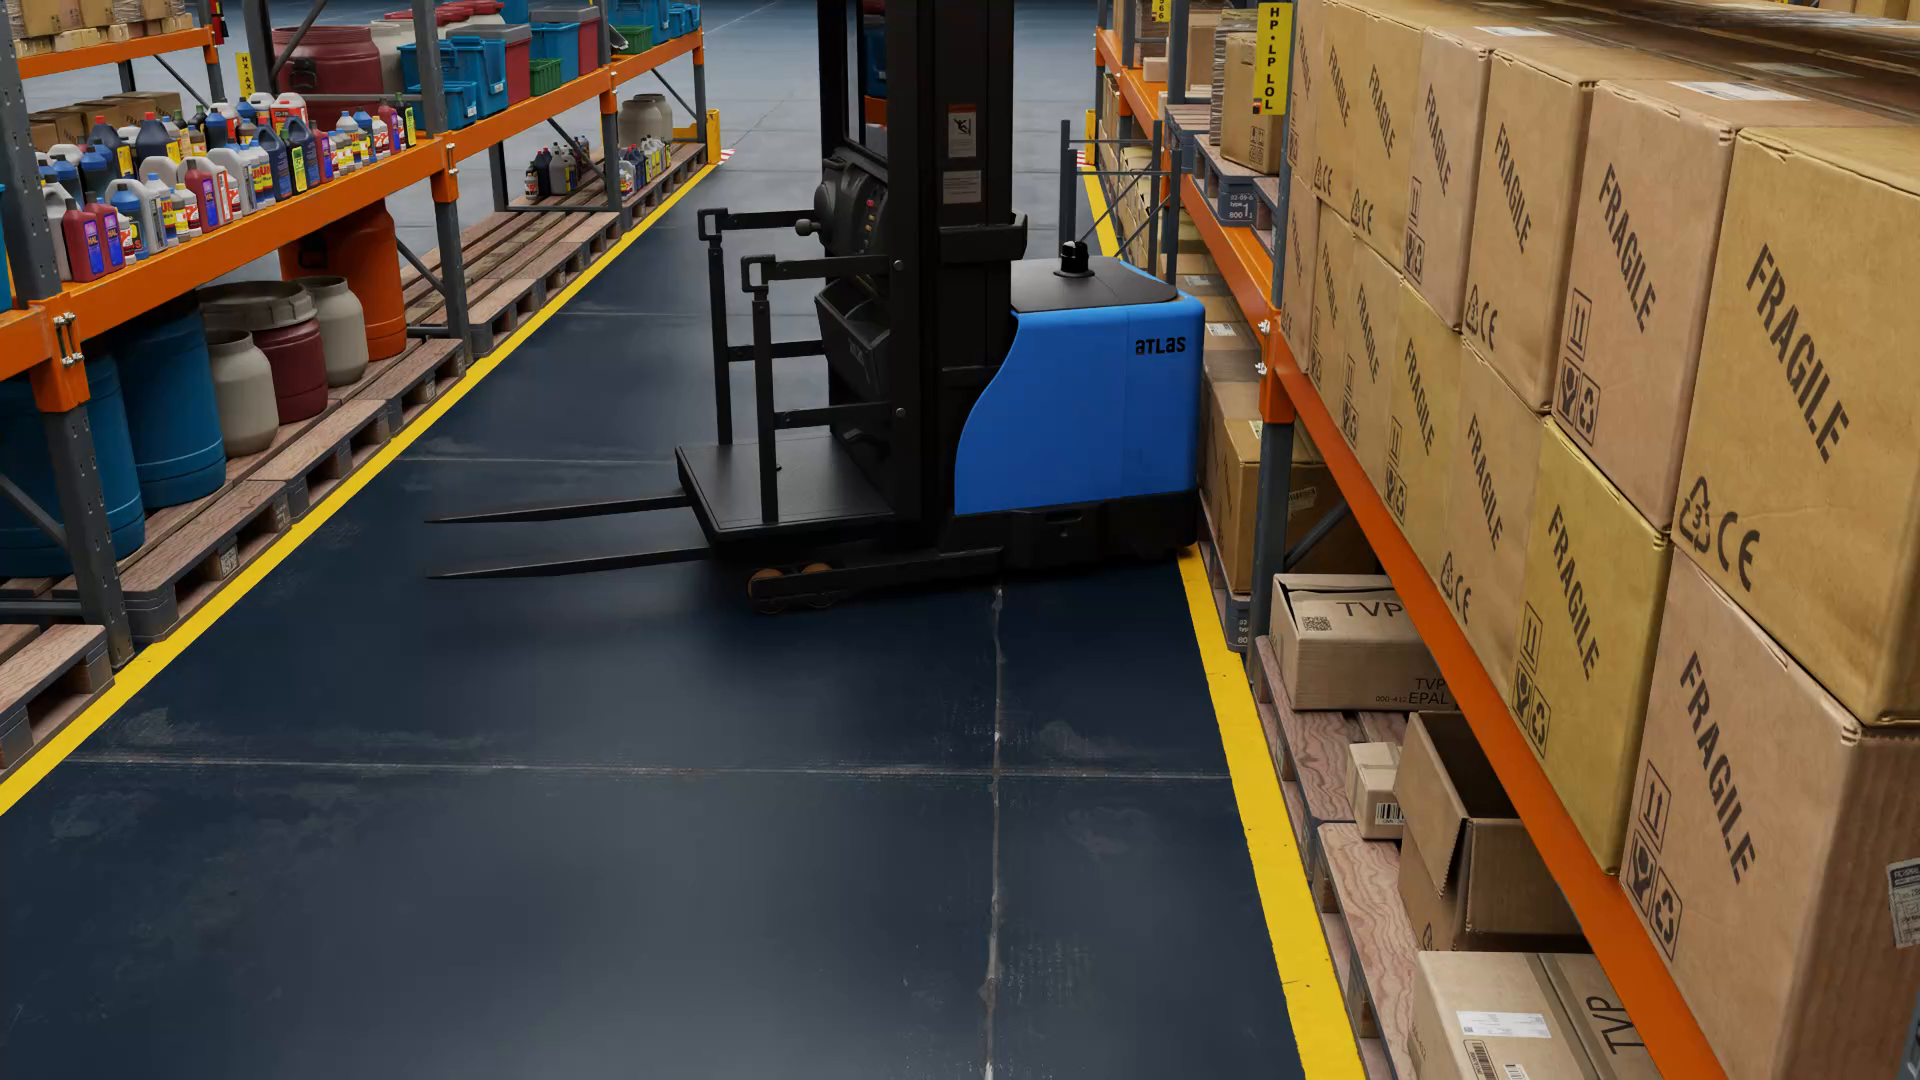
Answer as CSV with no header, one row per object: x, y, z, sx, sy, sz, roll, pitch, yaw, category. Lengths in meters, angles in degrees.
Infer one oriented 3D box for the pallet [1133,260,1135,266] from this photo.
1.724,-1.792,11.356,1.003,0.211,1.213,1,21,2,pallet

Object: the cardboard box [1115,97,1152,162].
1.565,-3.415,13.868,0.500,0.500,0.500,1,21,2,cardboard box

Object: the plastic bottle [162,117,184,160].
-3.723,-1.857,7.847,0.097,0.271,0.097,0,21,0,plastic bottle

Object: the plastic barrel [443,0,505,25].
-3.457,-3.577,11.913,0.433,0.535,0.433,0,21,0,plastic barrel

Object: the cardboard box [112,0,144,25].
-8.036,-4.982,15.173,0.875,0.500,0.500,1,21,2,cardboard box

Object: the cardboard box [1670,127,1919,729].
1.116,-0.139,1.720,0.500,0.500,0.500,0,21,1,cardboard box

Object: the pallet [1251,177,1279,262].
1.632,-1.107,6.000,1.003,0.211,1.213,1,21,2,pallet

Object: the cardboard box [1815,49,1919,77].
1.683,-0.503,2.657,0.500,0.500,0.500,1,21,2,cardboard box

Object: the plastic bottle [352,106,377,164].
-2.951,-2.004,8.226,0.097,0.271,0.097,0,21,0,plastic bottle

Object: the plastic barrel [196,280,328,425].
-3.363,-0.897,7.947,0.600,0.588,0.708,1,21,2,plastic barrel

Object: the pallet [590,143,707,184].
-3.073,-3.682,16.225,1.003,0.211,1.213,1,21,2,pallet

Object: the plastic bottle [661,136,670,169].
-2.690,-3.531,15.129,0.061,0.283,0.133,1,21,3,plastic bottle

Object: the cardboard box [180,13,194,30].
-7.840,-5.135,16.464,0.380,0.149,0.250,1,21,2,cardboard box

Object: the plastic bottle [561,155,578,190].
-3.323,-3.105,14.042,0.152,0.276,0.135,1,21,2,plastic bottle

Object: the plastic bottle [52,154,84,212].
-3.608,-1.419,6.717,0.097,0.271,0.097,0,21,0,plastic bottle

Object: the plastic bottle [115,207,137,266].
-3.025,-1.090,5.966,0.097,0.201,0.097,0,21,0,plastic bottle

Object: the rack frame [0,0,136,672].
-3.452,-0.964,5.368,1.000,3.000,0.127,1,21,2,rack frame

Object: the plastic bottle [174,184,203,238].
-3.009,-1.279,6.454,0.097,0.201,0.097,0,21,0,plastic bottle

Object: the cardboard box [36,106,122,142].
-8.096,-3.720,15.344,0.500,0.500,0.500,3,21,7,cardboard box

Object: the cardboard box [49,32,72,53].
-7.805,-4.230,14.132,0.380,0.149,0.250,1,21,2,cardboard box

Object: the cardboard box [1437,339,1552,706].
1.152,-0.042,2.852,0.500,0.500,0.500,1,21,2,cardboard box

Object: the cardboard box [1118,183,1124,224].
1.482,-2.572,12.731,0.500,0.250,0.500,0,21,0,cardboard box

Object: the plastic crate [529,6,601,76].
-2.918,-3.708,12.351,0.402,0.464,0.583,1,21,2,plastic crate

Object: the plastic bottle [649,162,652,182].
-2.732,-3.215,14.429,0.097,0.201,0.097,0,21,0,plastic bottle

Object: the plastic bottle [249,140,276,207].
-2.988,-1.563,7.089,0.097,0.271,0.097,0,21,0,plastic bottle

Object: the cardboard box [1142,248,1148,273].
1.405,-1.648,10.350,0.500,0.250,0.500,0,21,1,cardboard box

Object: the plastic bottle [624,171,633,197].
-2.755,-2.941,13.723,0.097,0.201,0.097,0,21,0,plastic bottle

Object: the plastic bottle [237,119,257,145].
-3.556,-2.003,8.320,0.097,0.201,0.097,0,21,0,plastic bottle

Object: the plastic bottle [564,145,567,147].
-3.473,-3.351,14.682,0.097,0.271,0.097,0,21,0,plastic bottle

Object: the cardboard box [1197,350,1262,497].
1.266,-0.490,6.992,0.500,0.500,0.500,1,21,2,cardboard box

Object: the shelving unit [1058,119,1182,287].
0.739,-1.199,8.045,0.587,1.500,1.083,1,21,2,shelving unit

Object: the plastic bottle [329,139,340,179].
-2.966,-1.796,7.785,0.097,0.201,0.097,0,21,0,plastic bottle

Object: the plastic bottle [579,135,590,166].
-3.454,-3.584,15.283,0.097,0.271,0.097,0,21,0,plastic bottle

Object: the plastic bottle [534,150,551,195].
-3.477,-3.063,13.831,0.144,0.351,0.185,0,21,0,plastic bottle

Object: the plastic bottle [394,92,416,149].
-2.916,-2.205,8.727,0.061,0.283,0.133,1,21,2,plastic bottle

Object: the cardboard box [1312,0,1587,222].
1.188,-1.068,4.113,0.500,0.500,0.500,0,21,0,cardboard box

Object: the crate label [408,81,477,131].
-2.943,-2.481,9.507,0.303,0.233,0.416,1,21,2,crate label

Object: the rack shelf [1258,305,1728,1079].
1.438,0.150,3.490,1.077,0.370,4.000,1,21,2,rack shelf

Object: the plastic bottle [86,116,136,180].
-3.718,-1.676,7.269,0.144,0.351,0.185,1,21,2,plastic bottle

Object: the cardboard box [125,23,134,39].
-7.862,-4.683,15.299,0.380,0.149,0.250,1,21,2,cardboard box

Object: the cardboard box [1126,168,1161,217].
1.446,-2.462,11.672,0.500,0.311,0.500,0,21,0,cardboard box

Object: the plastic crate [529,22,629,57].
-3.066,-4.016,13.318,0.767,0.338,0.504,1,21,2,plastic crate

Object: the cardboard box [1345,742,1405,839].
1.253,0.669,4.465,0.380,0.166,0.250,1,21,2,cardboard box

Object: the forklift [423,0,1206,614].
-0.601,-1.299,6.326,3.031,2.935,1.130,-6,22,-16,forklift

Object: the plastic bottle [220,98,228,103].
-3.722,-2.085,8.417,0.061,0.283,0.133,1,21,2,plastic bottle

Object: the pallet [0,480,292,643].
-3.387,0.057,6.590,1.003,0.211,1.213,1,21,2,pallet

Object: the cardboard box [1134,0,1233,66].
1.749,-4.008,13.074,0.700,0.500,0.500,0,21,0,cardboard box

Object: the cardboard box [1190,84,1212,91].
1.603,-2.699,10.187,0.380,0.149,0.250,2,21,6,cardboard box

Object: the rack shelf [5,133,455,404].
-3.391,-1.352,7.362,1.077,0.370,4.000,1,21,2,rack shelf

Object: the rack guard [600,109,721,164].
-3.042,-4.110,16.930,1.175,0.500,0.348,1,21,2,rack guard

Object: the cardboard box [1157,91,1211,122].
1.372,-2.566,9.843,0.380,0.149,0.250,1,21,2,cardboard box

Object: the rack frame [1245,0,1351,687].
1.499,-0.909,5.224,1.000,3.000,0.127,1,21,2,rack frame

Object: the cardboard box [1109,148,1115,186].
1.563,-3.247,14.470,0.500,0.250,0.500,1,21,2,cardboard box

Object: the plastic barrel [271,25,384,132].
-3.619,-2.645,9.512,0.600,0.536,0.708,1,21,2,plastic barrel

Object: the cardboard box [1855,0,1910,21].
6.620,-3.614,11.450,0.700,0.500,0.500,3,21,7,cardboard box

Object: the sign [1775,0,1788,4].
6.151,-4.155,12.393,0.100,0.325,0.005,1,21,2,sign
